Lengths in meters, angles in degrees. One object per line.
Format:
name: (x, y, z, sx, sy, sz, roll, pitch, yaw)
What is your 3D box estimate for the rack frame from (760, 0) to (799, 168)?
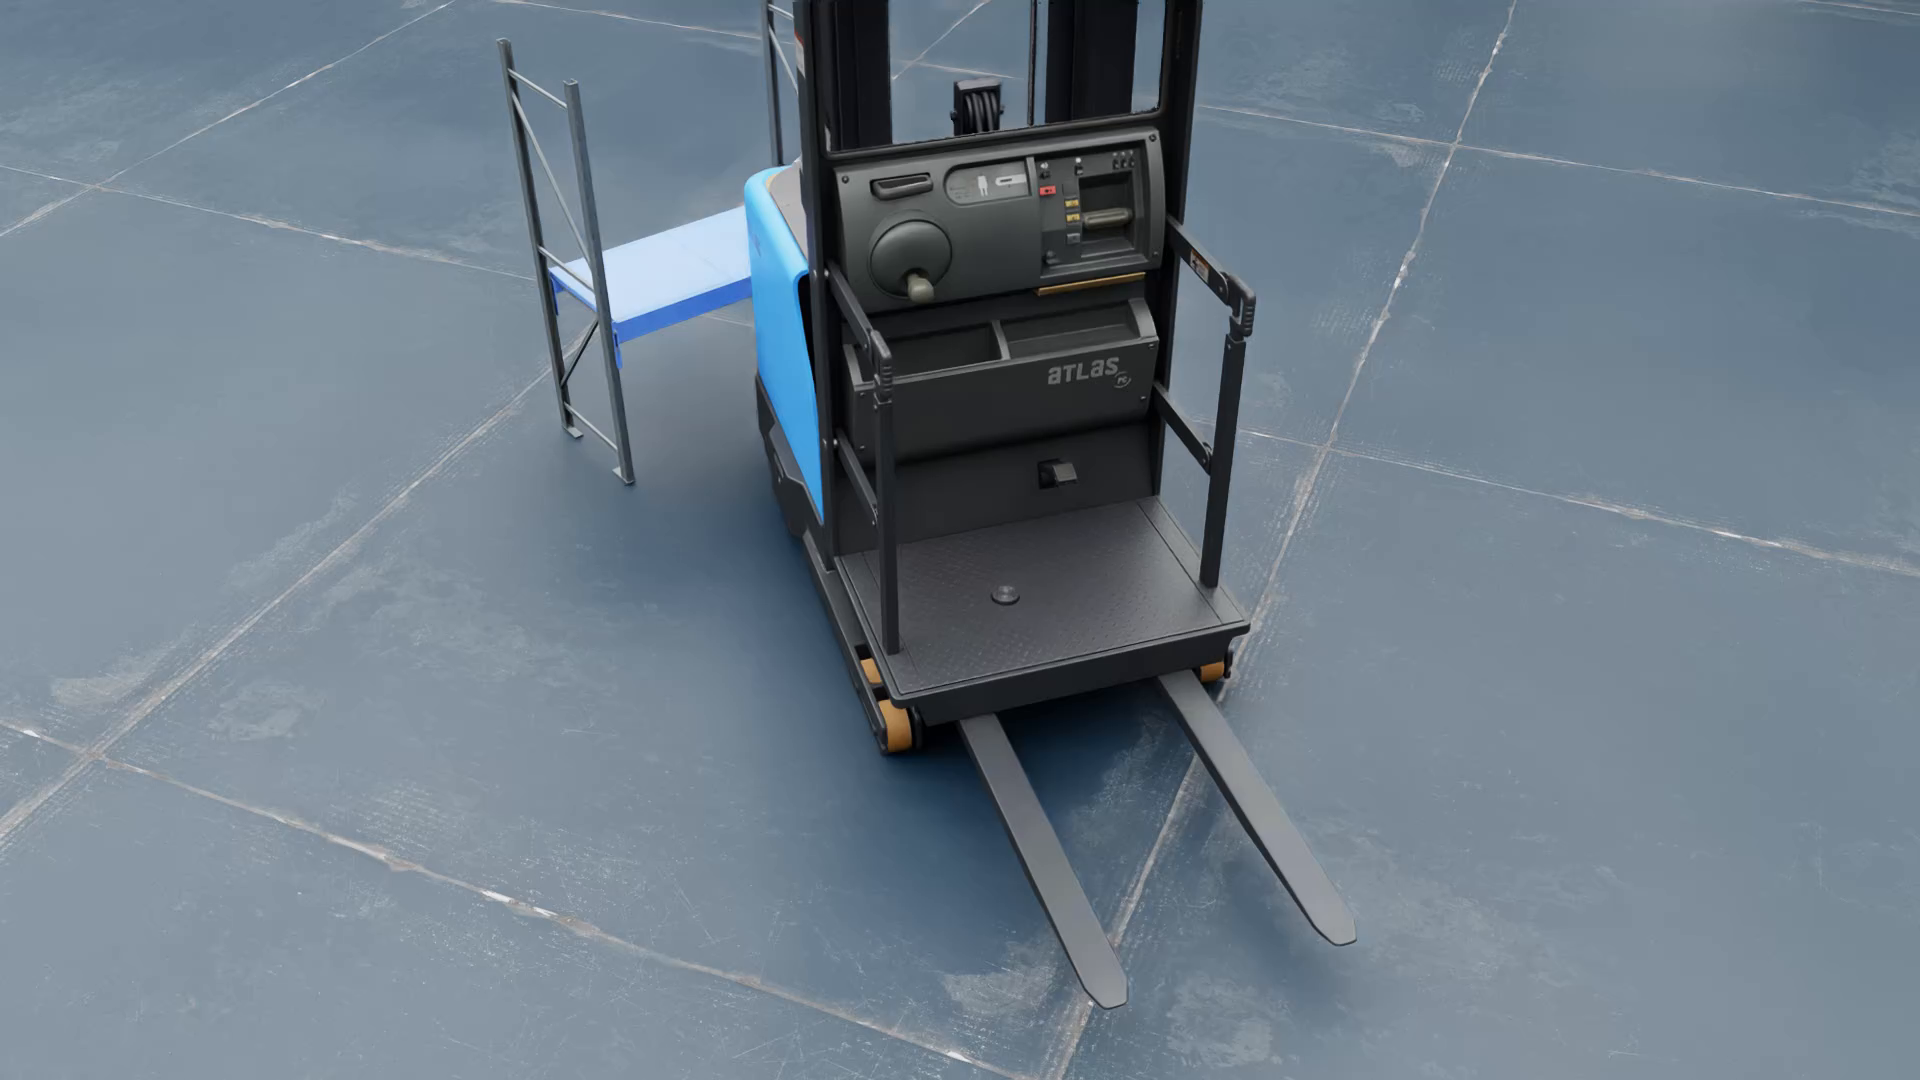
rack frame: (-0.554, -1.304, 6.242, 0.032, 1.500, 0.500, -26, 44, -30)

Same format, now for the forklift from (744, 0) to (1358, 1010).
forklift: (0.191, -0.817, 4.396, 1.130, 2.935, 3.031, -11, 38, -14)

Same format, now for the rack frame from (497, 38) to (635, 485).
rack frame: (-1.347, -0.923, 5.732, 0.032, 1.500, 0.500, -26, 44, -30)

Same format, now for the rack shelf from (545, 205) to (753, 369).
rack shelf: (-0.951, -0.969, 6.095, 1.000, 0.185, 0.538, -26, 44, -30)

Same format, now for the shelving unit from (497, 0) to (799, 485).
shelving unit: (-0.951, -1.113, 5.987, 1.048, 1.500, 0.538, -26, 44, -30)
